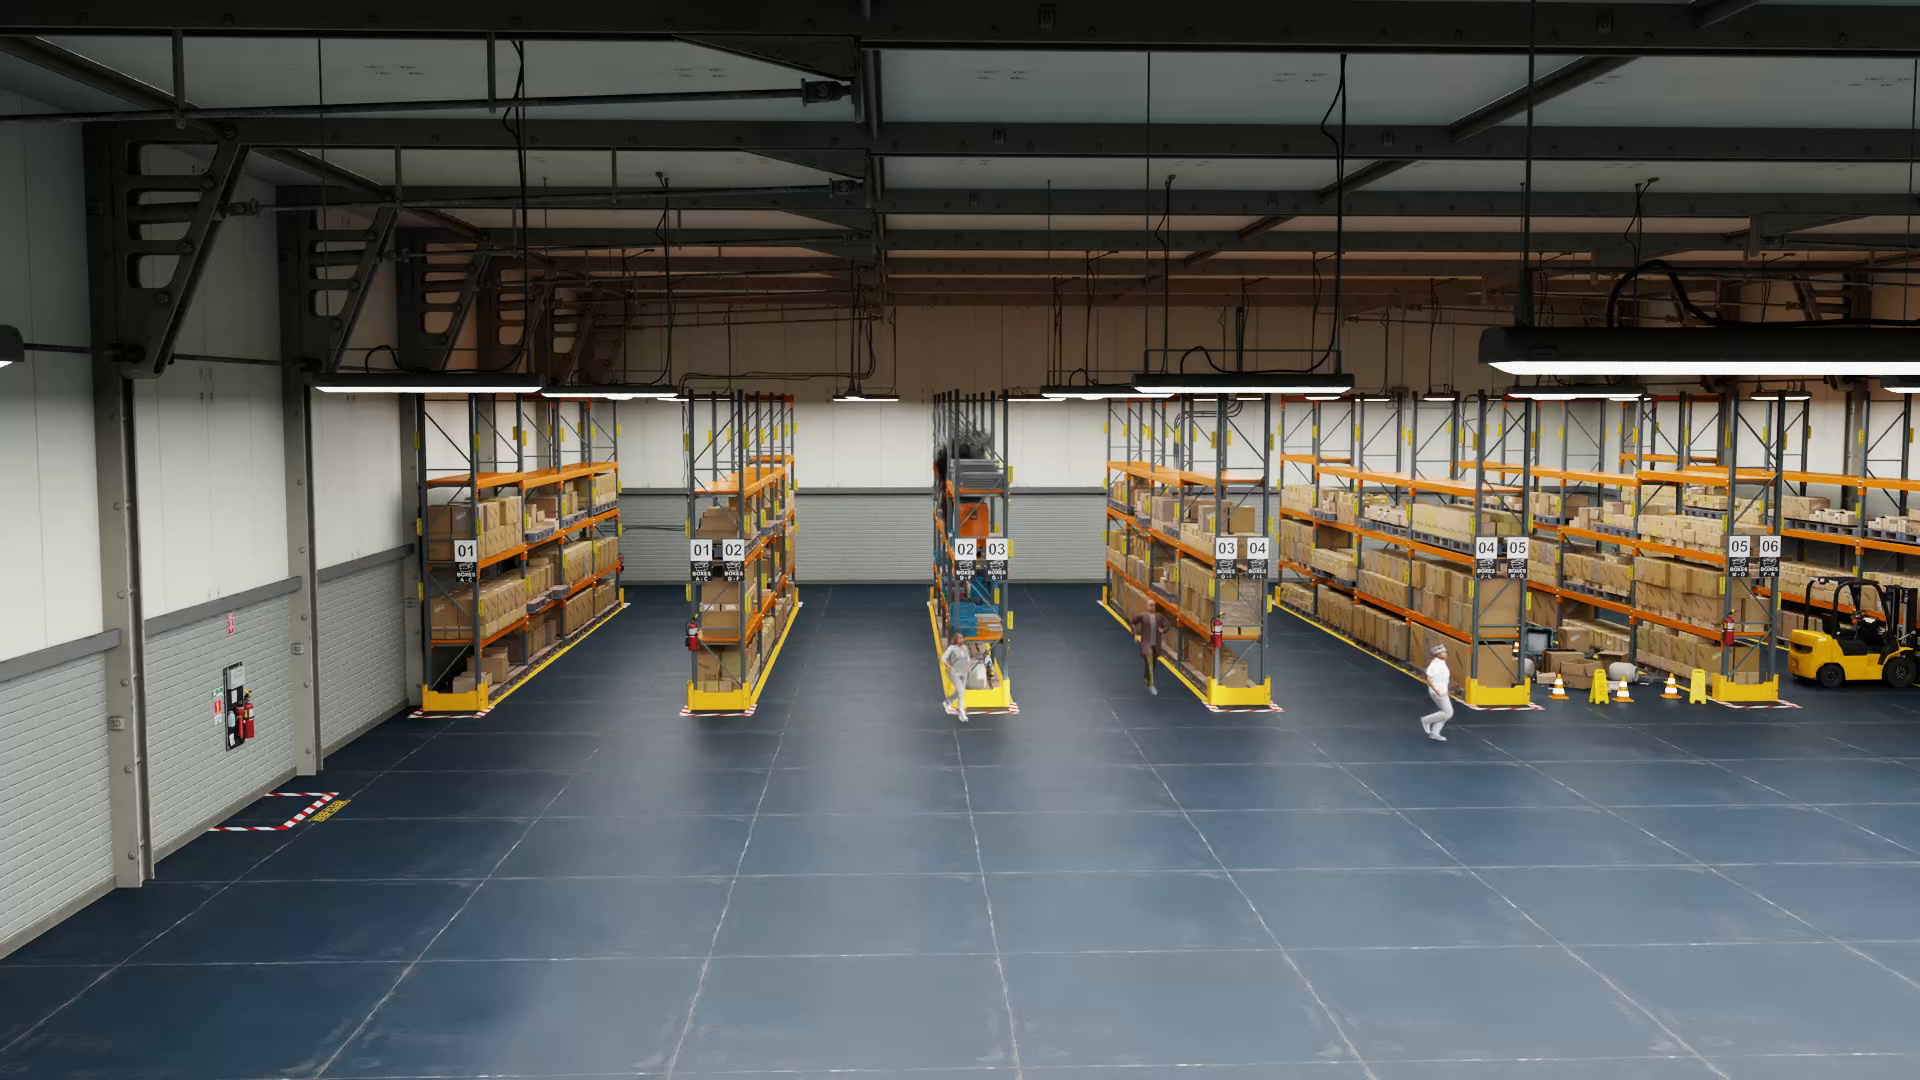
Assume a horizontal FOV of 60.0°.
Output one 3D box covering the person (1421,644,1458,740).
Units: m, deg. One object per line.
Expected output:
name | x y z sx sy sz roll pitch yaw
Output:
person | 8.184 2.592 28.352 0.560 1.661 0.582 3 5 28

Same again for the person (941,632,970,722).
person | -0.048 2.483 30.274 0.586 1.596 0.725 -3 6 -35

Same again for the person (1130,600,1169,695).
person | 3.735 2.066 32.580 0.691 1.781 0.993 -1 5 -15

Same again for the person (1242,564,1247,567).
person | 7.886 1.097 46.654 0.667 1.648 0.559 0 5 -5
